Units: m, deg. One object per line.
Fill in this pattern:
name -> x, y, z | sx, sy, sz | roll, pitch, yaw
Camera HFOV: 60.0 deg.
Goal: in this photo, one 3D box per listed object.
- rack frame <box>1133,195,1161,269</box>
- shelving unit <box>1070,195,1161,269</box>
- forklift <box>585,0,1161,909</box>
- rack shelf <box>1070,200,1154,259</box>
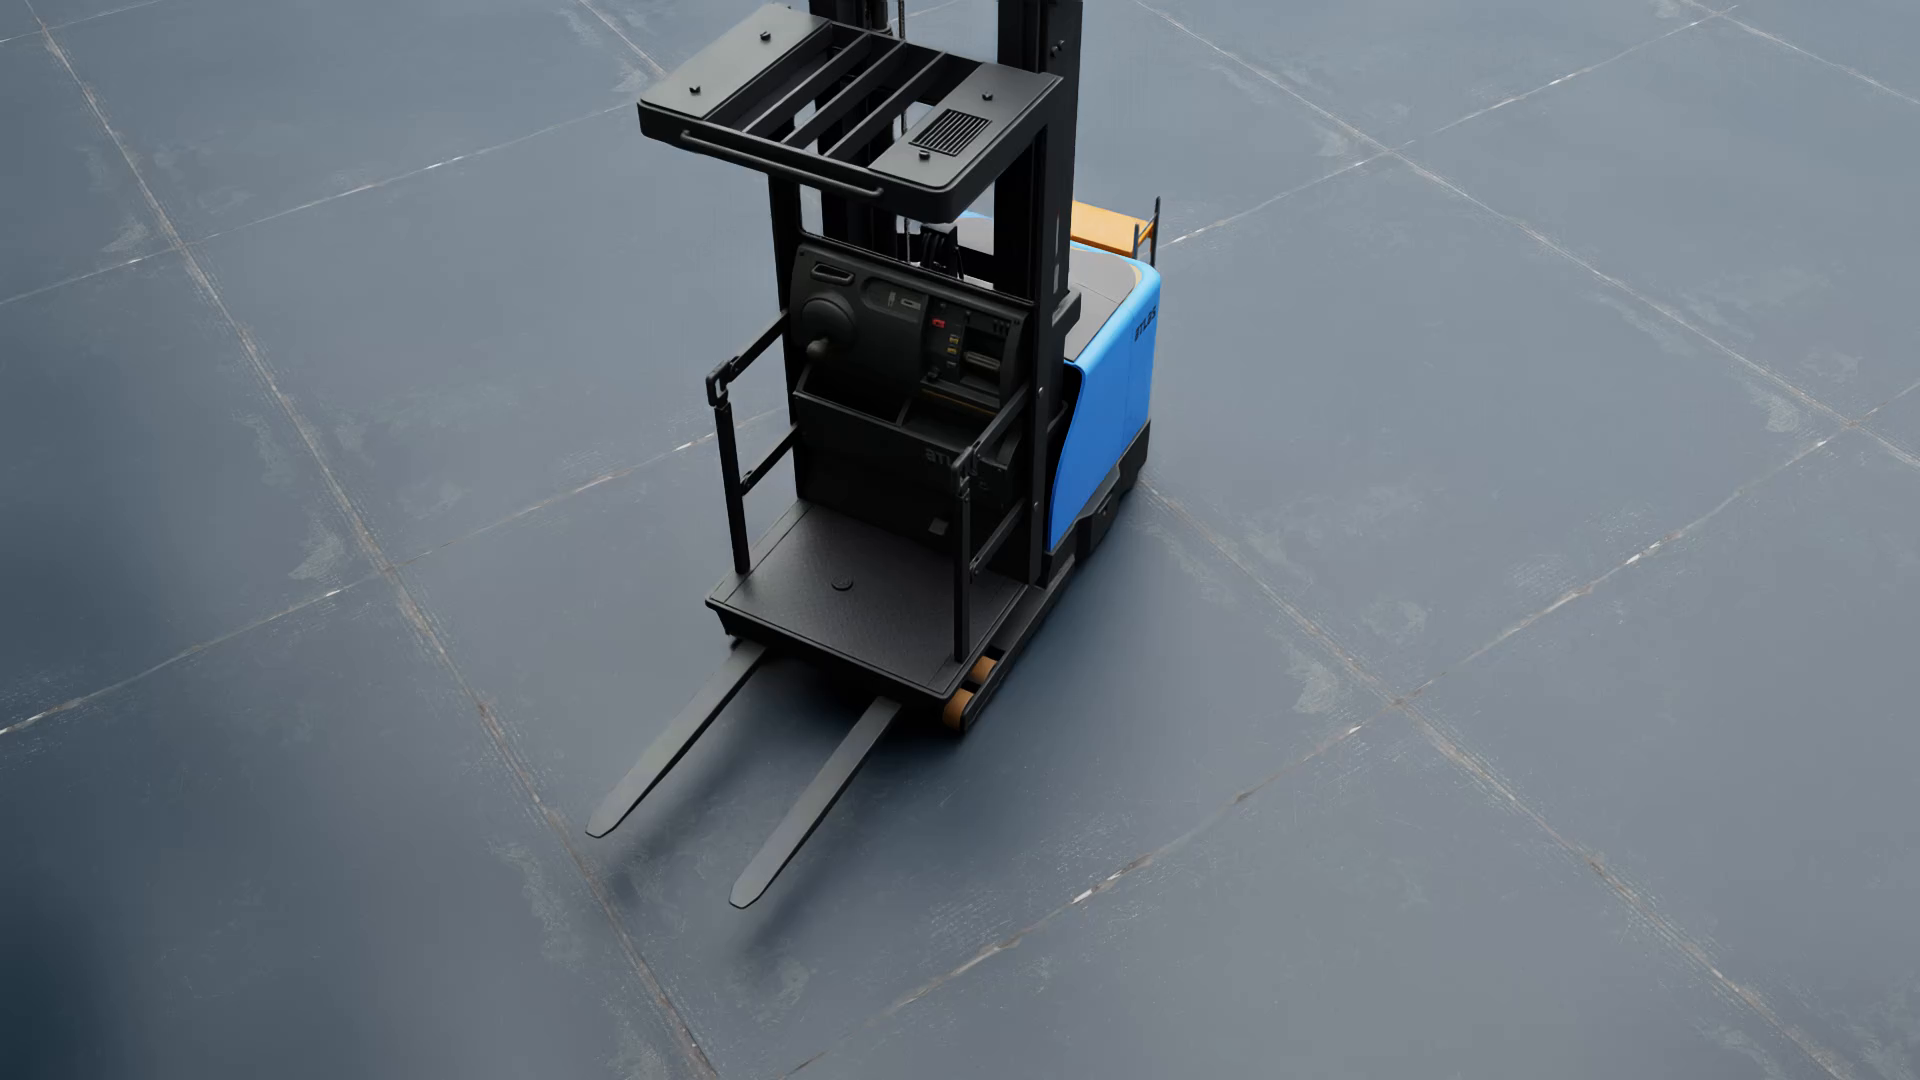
rack frame -> 0.791, -0.952, 7.365 | 0.015, 1.200, 0.240 | 20, 48, 20
shelving unit -> 0.576, -1.032, 7.449 | 0.503, 1.200, 0.258 | 20, 48, 20
forklift -> -0.301, -0.680, 5.831 | 1.130, 2.935, 3.031 | 21, 47, 20
rack shelf -> 0.572, -1.311, 7.172 | 0.480, 0.148, 0.258 | 20, 48, 20
